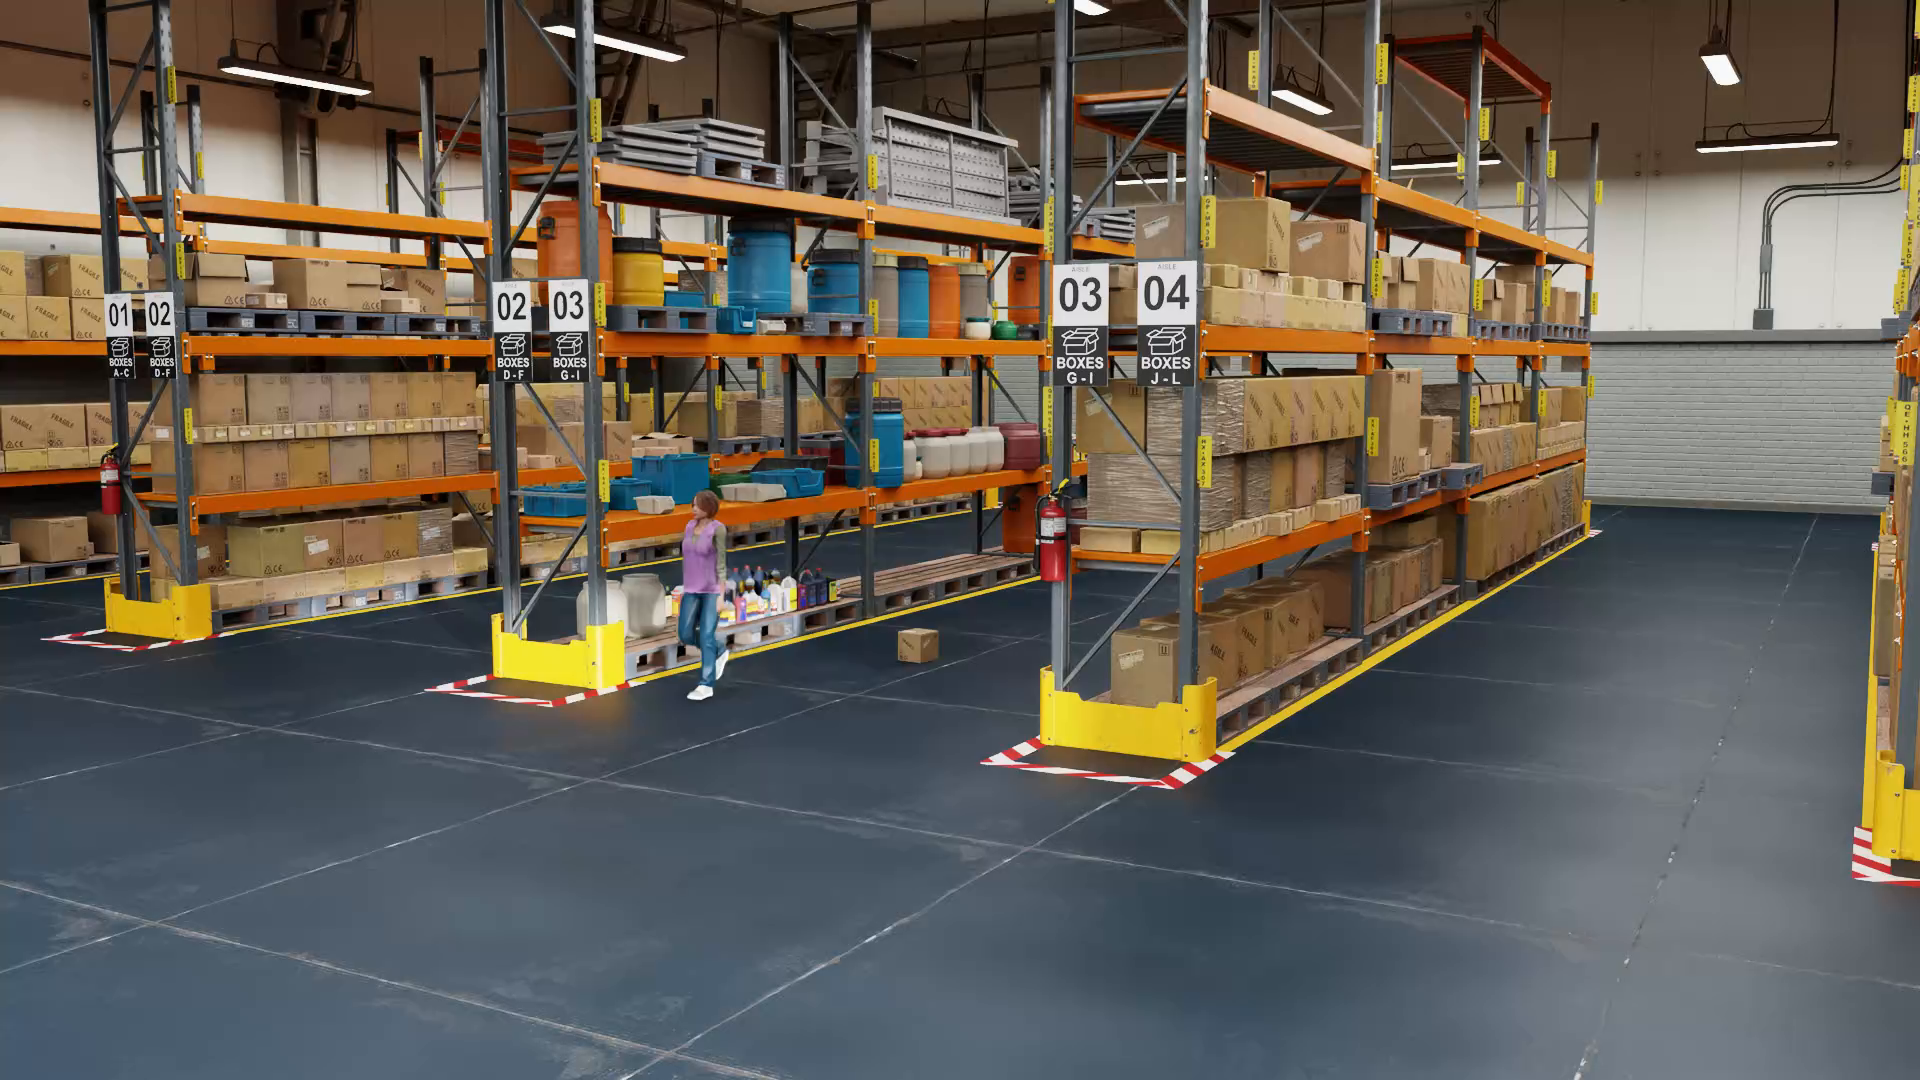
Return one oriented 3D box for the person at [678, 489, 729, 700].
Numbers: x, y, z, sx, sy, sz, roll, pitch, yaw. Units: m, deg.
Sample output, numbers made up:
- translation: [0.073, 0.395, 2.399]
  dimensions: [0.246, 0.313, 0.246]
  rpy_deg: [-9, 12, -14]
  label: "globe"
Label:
- translation: [-1.916, 0.398, 12.692]
  dimensions: [0.426, 1.588, 0.574]
  rpy_deg: [4, 7, 31]
  label: "person"
